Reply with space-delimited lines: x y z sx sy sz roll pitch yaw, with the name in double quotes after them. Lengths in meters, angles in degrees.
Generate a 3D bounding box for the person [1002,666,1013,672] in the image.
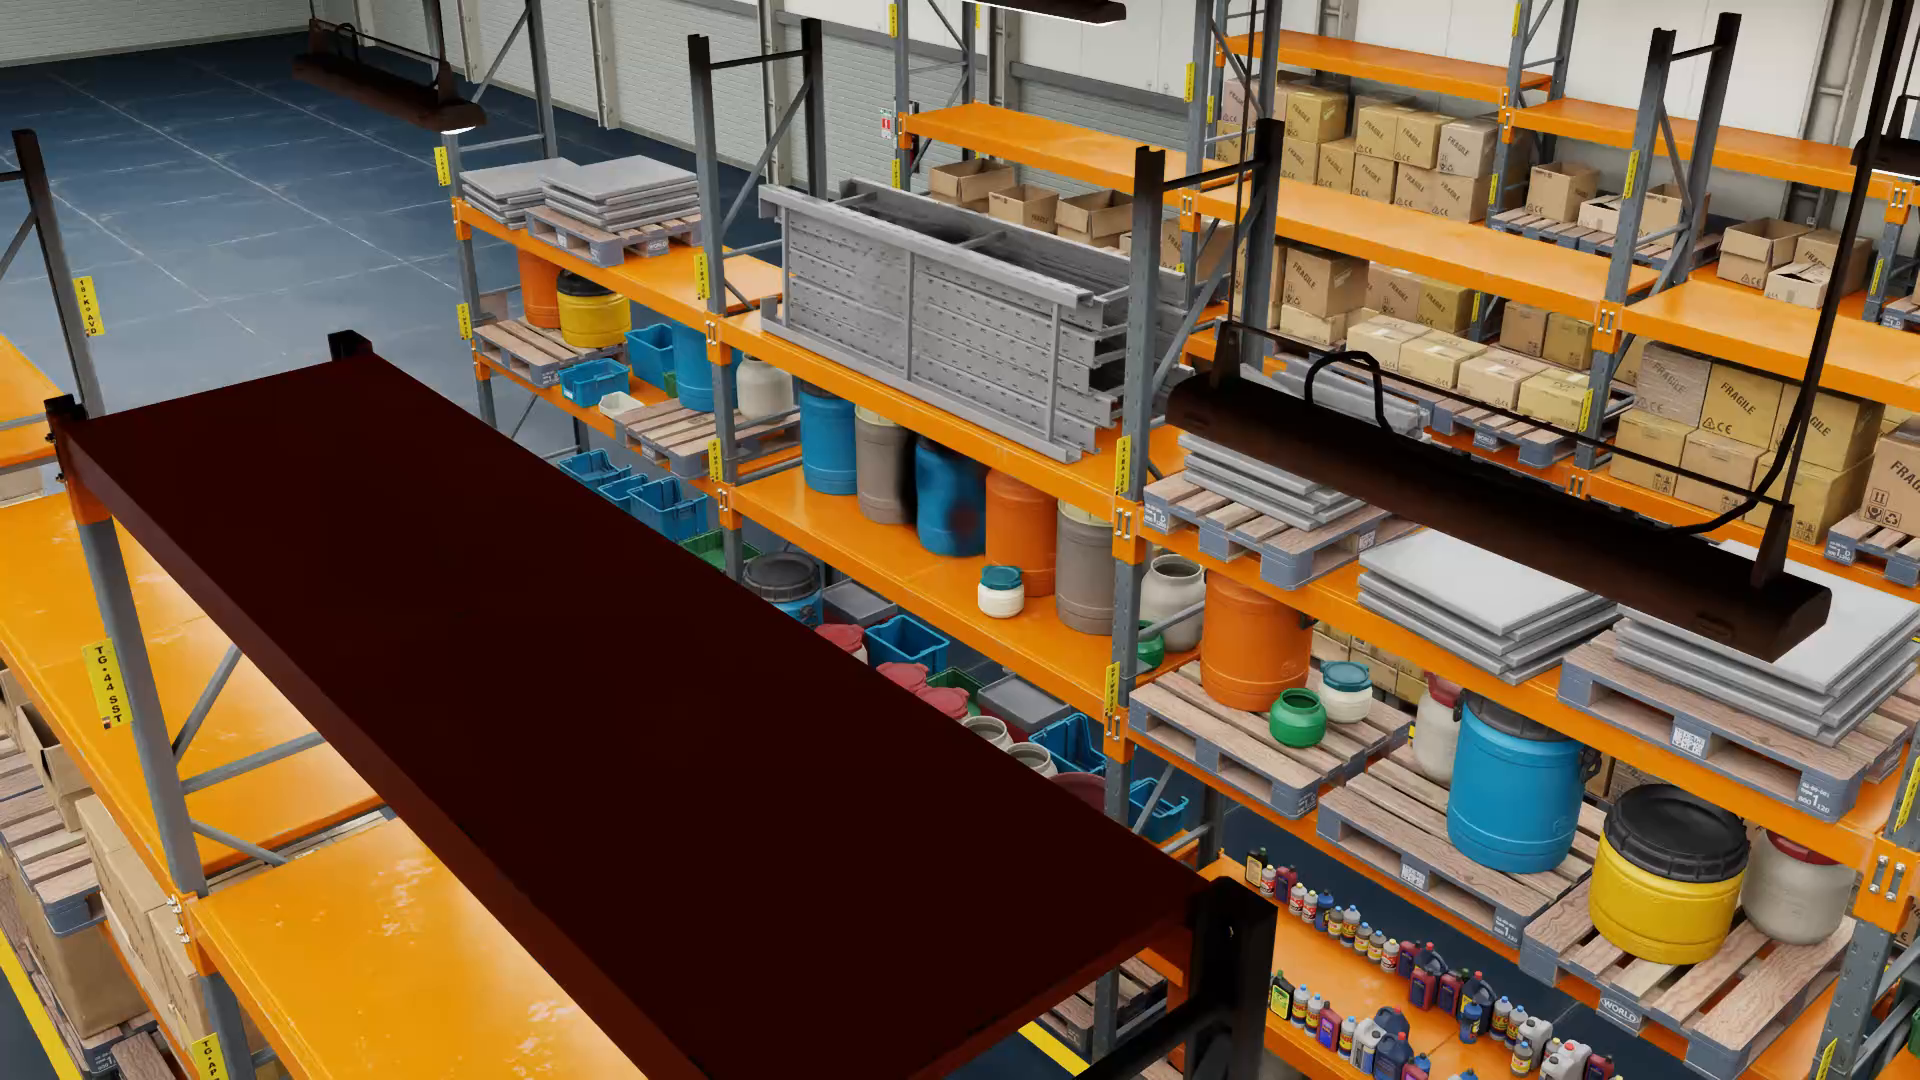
0.506 0.505 14.976 0.863 1.482 0.635 7 28 14 "person"
